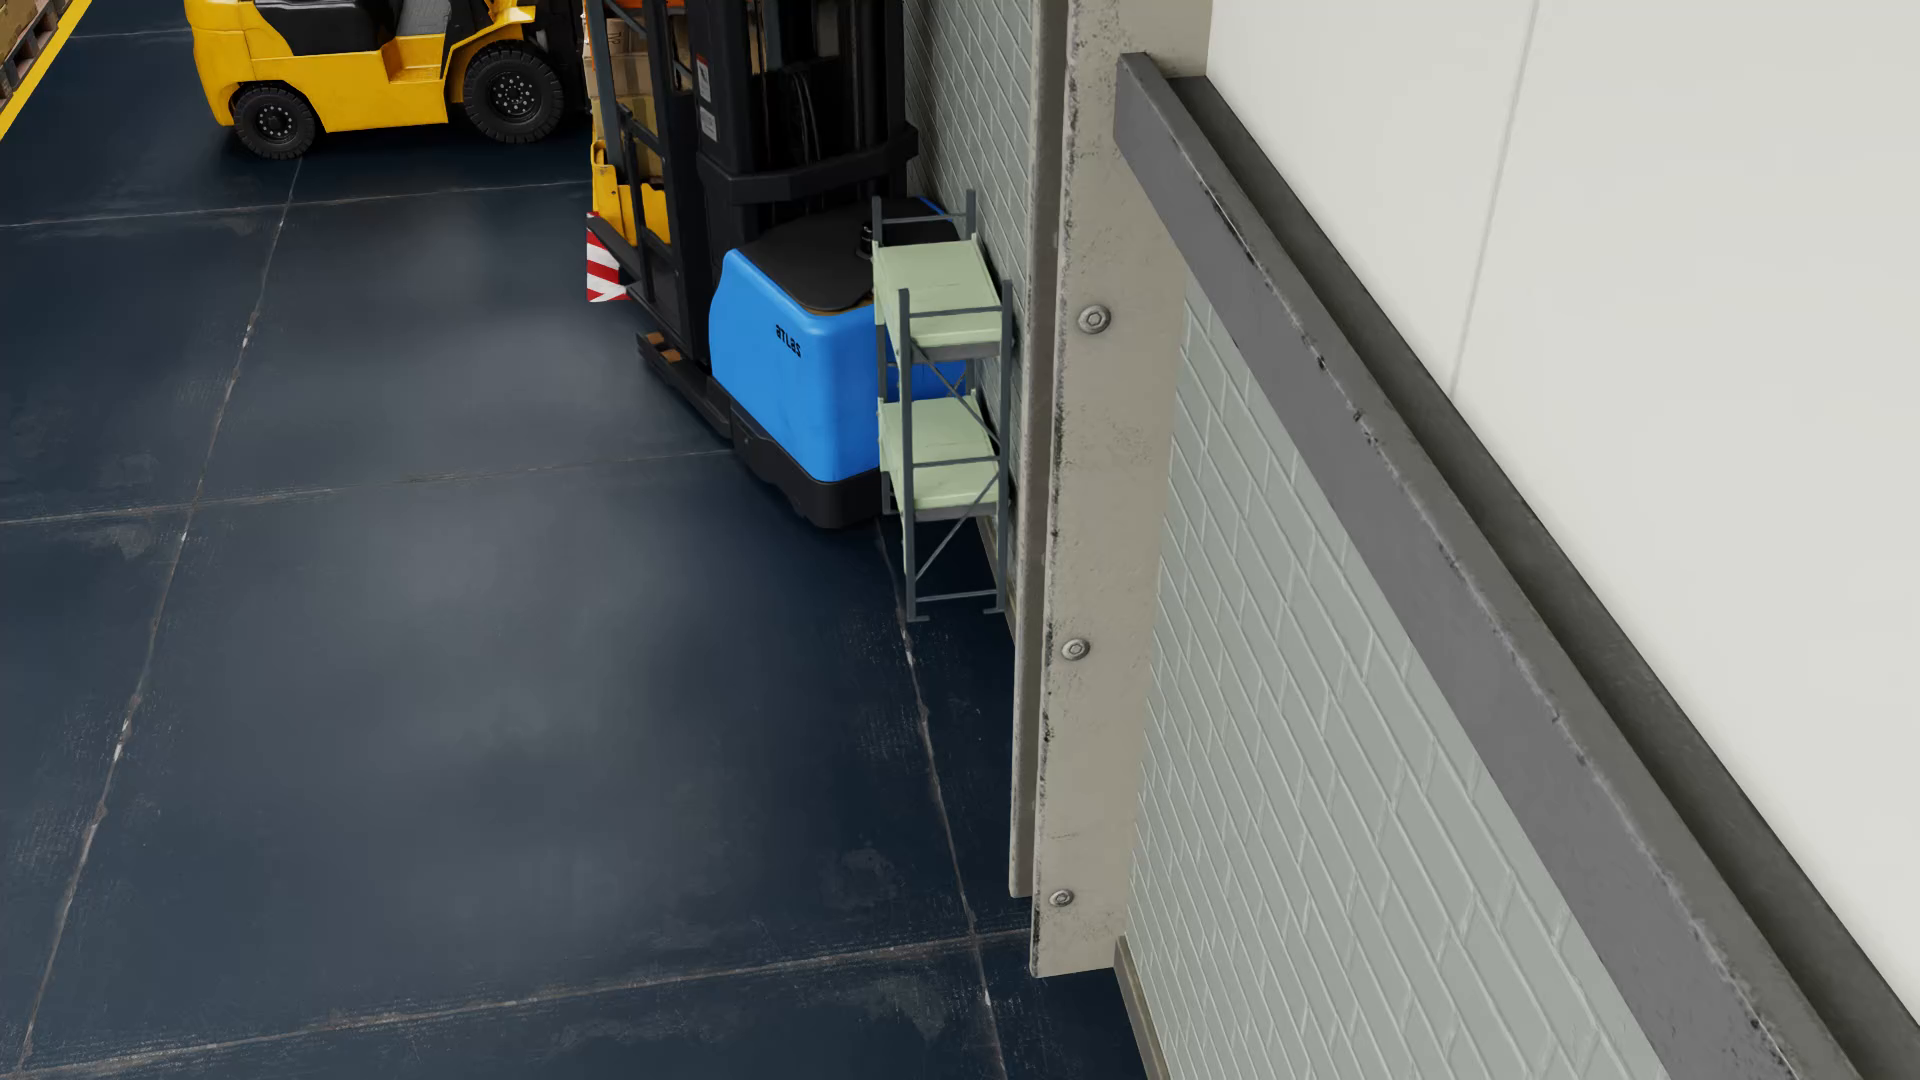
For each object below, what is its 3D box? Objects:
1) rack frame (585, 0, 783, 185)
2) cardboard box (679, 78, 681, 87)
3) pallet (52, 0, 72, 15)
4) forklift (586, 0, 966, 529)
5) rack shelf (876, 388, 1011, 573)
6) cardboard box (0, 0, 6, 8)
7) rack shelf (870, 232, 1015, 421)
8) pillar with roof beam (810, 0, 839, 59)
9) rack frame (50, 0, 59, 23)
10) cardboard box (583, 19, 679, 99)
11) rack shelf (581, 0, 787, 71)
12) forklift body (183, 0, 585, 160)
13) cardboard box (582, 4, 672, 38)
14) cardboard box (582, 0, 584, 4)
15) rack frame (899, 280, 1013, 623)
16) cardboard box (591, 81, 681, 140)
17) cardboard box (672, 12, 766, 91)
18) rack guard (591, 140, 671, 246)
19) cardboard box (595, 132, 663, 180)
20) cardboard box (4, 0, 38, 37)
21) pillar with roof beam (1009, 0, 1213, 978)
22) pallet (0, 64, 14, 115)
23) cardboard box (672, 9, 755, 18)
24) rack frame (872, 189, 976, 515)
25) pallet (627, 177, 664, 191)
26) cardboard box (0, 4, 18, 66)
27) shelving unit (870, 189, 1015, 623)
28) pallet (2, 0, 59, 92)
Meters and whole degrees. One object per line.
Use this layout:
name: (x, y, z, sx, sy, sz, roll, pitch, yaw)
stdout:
rack frame: (-1.464, -3.001, 8.667, 1.000, 3.000, 0.127, -6, 38, -8)
cardboard box: (-1.934, -2.843, 9.955, 0.500, 0.250, 0.500, -7, 38, -8)
pallet: (-7.189, -4.249, 12.548, 1.003, 0.211, 1.213, -6, 38, -8)
forklift: (-0.965, -2.079, 7.537, 1.130, 2.935, 3.031, -22, 43, -25)
rack shelf: (-0.076, -0.251, 6.728, 0.431, 0.370, 0.720, -6, 38, -8)
cardboard box: (-6.593, -3.621, 10.754, 0.500, 0.500, 0.500, -6, 38, -7)
rack shelf: (-0.076, -0.819, 6.292, 0.431, 0.370, 0.720, -6, 38, -8)
pillar with roof beam: (-4.937, -5.424, 6.897, 9.100, 9.000, 0.400, -6, 38, -8)
rack frame: (-7.051, -4.881, 11.087, 1.000, 3.000, 0.127, -6, 38, -8)
cardboard box: (-1.852, -2.720, 9.390, 0.500, 0.250, 0.500, -5, 38, -6)
rack shelf: (-1.815, -3.925, 10.443, 1.077, 0.370, 4.000, -6, 38, -8)
forklift body: (-3.593, -3.615, 10.150, 2.313, 2.155, 1.214, -6, 38, -8)
cardboard box: (-1.947, -3.028, 9.786, 0.500, 0.250, 0.500, -6, 38, -7)
cardboard box: (-2.045, -3.332, 10.177, 0.500, 0.250, 0.500, -6, 38, -7)
rack frame: (-0.014, -0.290, 6.244, 0.400, 1.500, 0.023, -6, 38, -8)
cardboard box: (-1.857, -2.538, 9.564, 0.500, 0.250, 0.500, -7, 38, -9)
cardboard box: (-1.362, -2.786, 9.475, 0.500, 0.250, 0.500, -7, 38, -9)
rack guard: (-1.460, -1.999, 9.416, 1.175, 0.500, 0.348, -6, 38, -8)
cardboard box: (-1.857, -2.330, 9.704, 0.500, 0.250, 0.500, -6, 38, -8)
cardboard box: (-6.683, -3.632, 11.379, 0.500, 0.250, 0.500, -5, 38, -6)
pillar with roof beam: (-3.885, -1.800, 2.232, 9.100, 9.000, 0.400, -6, 38, -8)
pallet: (-6.682, -2.639, 10.475, 1.003, 0.211, 1.213, -6, 38, -8)
cardboard box: (-1.453, -3.088, 9.863, 0.500, 0.250, 0.500, -6, 38, -8)
rack frame: (-0.139, -0.730, 6.816, 0.400, 1.500, 0.023, -6, 38, -8)
pallet: (-1.639, -2.357, 10.112, 1.003, 0.211, 1.213, -6, 38, -8)
cardboard box: (-6.580, -3.312, 10.967, 0.500, 0.250, 0.500, -7, 38, -9)
shelving unit: (-0.076, -0.510, 6.530, 0.431, 1.500, 0.755, -6, 38, -8)
pallet: (-6.899, -3.377, 11.425, 1.003, 0.211, 1.213, -6, 38, -8)
